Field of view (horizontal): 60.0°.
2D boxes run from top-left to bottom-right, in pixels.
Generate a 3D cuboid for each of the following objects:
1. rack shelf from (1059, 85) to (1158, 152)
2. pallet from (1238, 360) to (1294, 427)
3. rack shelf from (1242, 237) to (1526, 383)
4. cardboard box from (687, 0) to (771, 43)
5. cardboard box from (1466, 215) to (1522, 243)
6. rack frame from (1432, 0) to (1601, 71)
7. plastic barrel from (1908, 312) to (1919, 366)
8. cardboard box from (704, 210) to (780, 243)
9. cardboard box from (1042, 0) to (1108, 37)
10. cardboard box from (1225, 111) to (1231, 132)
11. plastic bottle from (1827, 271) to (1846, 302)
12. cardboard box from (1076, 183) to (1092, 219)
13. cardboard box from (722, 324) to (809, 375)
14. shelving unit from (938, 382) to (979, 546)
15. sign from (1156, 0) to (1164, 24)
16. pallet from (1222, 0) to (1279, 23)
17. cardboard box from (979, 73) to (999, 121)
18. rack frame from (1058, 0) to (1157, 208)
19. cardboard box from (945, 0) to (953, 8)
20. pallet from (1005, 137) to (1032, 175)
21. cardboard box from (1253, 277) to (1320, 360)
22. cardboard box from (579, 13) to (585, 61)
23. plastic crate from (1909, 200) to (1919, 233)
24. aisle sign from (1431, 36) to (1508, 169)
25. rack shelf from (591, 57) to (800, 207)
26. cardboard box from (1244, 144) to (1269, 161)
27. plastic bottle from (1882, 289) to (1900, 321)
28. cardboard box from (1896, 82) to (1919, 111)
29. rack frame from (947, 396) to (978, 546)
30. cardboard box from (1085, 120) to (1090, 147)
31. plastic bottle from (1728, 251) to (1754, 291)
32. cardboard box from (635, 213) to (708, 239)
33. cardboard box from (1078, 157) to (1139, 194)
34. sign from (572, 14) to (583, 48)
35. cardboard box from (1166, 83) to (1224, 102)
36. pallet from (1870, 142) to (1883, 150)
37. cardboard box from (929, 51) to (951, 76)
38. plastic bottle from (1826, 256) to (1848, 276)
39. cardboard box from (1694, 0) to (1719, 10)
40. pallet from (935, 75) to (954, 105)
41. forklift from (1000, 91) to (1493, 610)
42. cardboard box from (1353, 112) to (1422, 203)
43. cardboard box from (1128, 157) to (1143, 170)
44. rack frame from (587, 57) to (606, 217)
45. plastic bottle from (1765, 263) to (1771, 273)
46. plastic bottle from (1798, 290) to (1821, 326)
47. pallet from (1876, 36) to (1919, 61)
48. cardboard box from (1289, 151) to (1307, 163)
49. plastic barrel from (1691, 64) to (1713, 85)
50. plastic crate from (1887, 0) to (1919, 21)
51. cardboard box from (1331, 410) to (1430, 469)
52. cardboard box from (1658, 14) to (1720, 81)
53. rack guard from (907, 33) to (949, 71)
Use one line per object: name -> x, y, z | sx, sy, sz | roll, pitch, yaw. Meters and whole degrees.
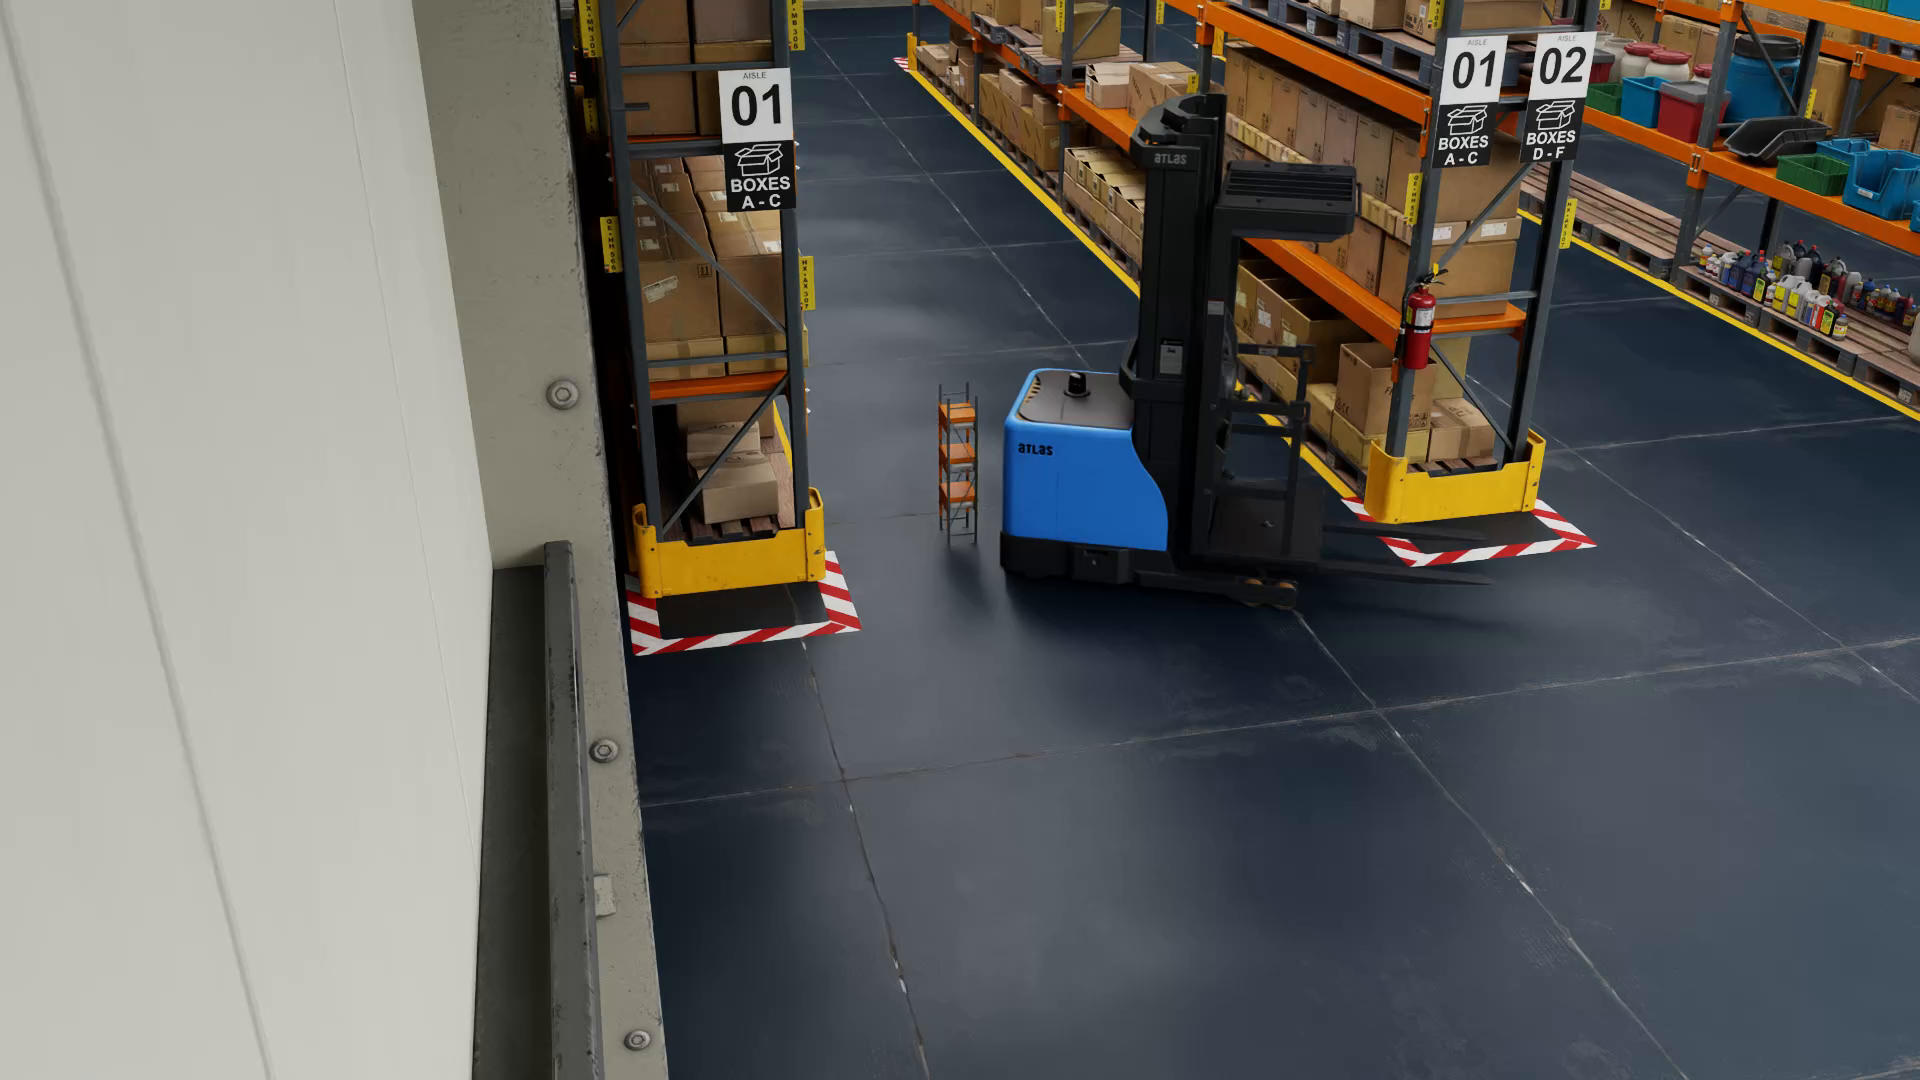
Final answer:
rack shelf -> 2.036, -3.887, 16.267 | 1.077, 0.370, 4.000 | -6, 27, -12
pallet -> 2.904, -1.195, 13.230 | 1.003, 0.211, 1.213 | -6, 27, -12
rack shelf -> 2.938, -2.131, 12.788 | 1.077, 0.370, 4.000 | -6, 27, -12
cardboard box -> -1.287, -3.102, 9.342 | 0.500, 0.500, 0.500 | -8, 28, -15
cardboard box -> 3.510, -2.103, 11.102 | 0.380, 0.149, 0.250 | -6, 27, -12
rack frame -> 3.388, -4.252, 9.535 | 1.000, 3.000, 0.127 | -6, 27, -12
plastic barrel -> 7.879, -1.654, 13.339 | 0.421, 0.512, 0.421 | 0, 27, 0
cardboard box -> -1.354, -1.804, 10.654 | 0.500, 0.500, 0.500 | -6, 27, -11
cardboard box -> 1.314, -6.004, 19.086 | 0.700, 0.500, 0.500 | -1, 27, -2
cardboard box -> 2.359, -3.527, 13.924 | 0.380, 0.149, 0.250 | -6, 27, -12
plastic bottle -> 7.785, -2.253, 14.758 | 0.061, 0.283, 0.133 | -6, 27, -12
cardboard box -> 1.531, -3.566, 17.418 | 0.500, 0.250, 0.500 | -7, 28, -13
cardboard box -> -1.238, -1.258, 10.404 | 0.500, 0.250, 0.500 | -7, 28, -13
shelving unit -> -0.012, -0.492, 10.906 | 0.215, 1.050, 0.252 | -6, 27, -12
sign -> 2.125, -5.661, 17.698 | 0.100, 0.325, 0.005 | -6, 27, -12
pallet -> 2.704, -4.258, 12.973 | 1.003, 0.211, 1.213 | -6, 27, -12
cardboard box -> 0.555, -5.686, 21.318 | 0.500, 0.500, 0.500 | -7, 28, -14
rack frame -> 1.585, -5.086, 17.844 | 1.000, 3.000, 0.127 | -6, 27, -12
cardboard box -> 0.086, -7.532, 22.579 | 0.500, 0.500, 0.500 | -5, 27, -10
pallet -> 1.182, -4.707, 20.189 | 1.003, 0.211, 1.213 | -6, 27, -12
cardboard box -> 2.626, -1.731, 12.951 | 0.500, 0.500, 0.500 | -6, 27, -12
cardboard box -> -3.942, -5.620, 18.438 | 0.500, 0.500, 0.500 | -5, 27, -10
plastic crate -> 7.670, -2.484, 12.854 | 0.499, 0.251, 0.408 | -6, 27, -12
aisle sign -> 3.117, -2.676, 10.184 | 0.394, 0.787, 0.004 | -6, 27, -12
rack shelf -> -1.888, -2.965, 11.112 | 1.077, 0.370, 4.000 | -6, 27, -12
cardboard box -> 2.718, -2.950, 13.501 | 0.700, 0.500, 0.500 | -6, 27, -12
plastic bottle -> 8.033, -2.032, 14.333 | 0.097, 0.271, 0.097 | 0, 27, 0
cardboard box -> 11.418, -5.215, 19.553 | 0.500, 0.250, 0.500 | -5, 27, -9
rack frame -> 0.015, -0.439, 10.800 | 0.200, 1.050, 0.008 | -6, 27, -12
cardboard box -> 1.638, -4.625, 19.216 | 0.500, 0.500, 0.500 | -7, 28, -13
plastic bottle -> 7.091, -2.449, 15.071 | 0.144, 0.351, 0.185 | -5, 27, -10
cardboard box -> -1.854, -1.754, 10.554 | 0.500, 0.500, 0.500 | -6, 27, -11
cardboard box -> 1.544, -3.807, 17.273 | 0.500, 0.311, 0.500 | -7, 28, -13
sign -> -3.780, -5.041, 16.469 | 0.100, 0.325, 0.005 | -6, 27, -12
cardboard box -> 2.211, -3.945, 15.472 | 0.500, 0.500, 0.500 | -4, 27, -8
pallet -> 11.412, -4.502, 19.783 | 1.003, 0.211, 1.213 | -6, 27, -12
cardboard box -> -0.146, -6.861, 23.923 | 0.500, 0.250, 0.500 | -6, 27, -12
plastic bottle -> 7.856, -2.366, 14.906 | 0.144, 0.351, 0.185 | -6, 27, -12
cardboard box -> 10.310, -7.443, 22.403 | 0.500, 0.500, 0.500 | -6, 27, -12
pallet -> 0.252, -6.435, 23.613 | 1.003, 0.211, 1.213 | -6, 27, -12
forklift -> 1.827, -1.141, 10.105 | 3.031, 2.935, 1.130 | 6, 27, 11
cardboard box -> 3.160, -2.658, 11.482 | 0.700, 0.500, 0.500 | -7, 28, -13
cardboard box -> 2.067, -3.864, 17.386 | 0.500, 0.311, 0.500 | -6, 27, -12
rack frame -> -3.240, -4.582, 16.845 | 1.000, 3.000, 0.127 | -6, 27, -12
plastic bottle -> 7.241, -2.362, 14.987 | 0.097, 0.271, 0.097 | 0, 27, 0
plastic bottle -> 7.313, -1.992, 14.249 | 0.152, 0.276, 0.135 | -7, 28, -13
pallet -> 11.502, -5.703, 19.279 | 1.213, 0.211, 1.003 | -6, 27, -12
cardboard box -> 2.711, -2.847, 12.577 | 0.380, 0.149, 0.250 | -6, 27, -12
plastic barrel -> 7.312, -4.334, 16.204 | 0.433, 0.535, 0.433 | 0, 27, 0
plastic crate -> 7.492, -4.214, 12.805 | 0.392, 0.384, 0.575 | -6, 27, -12
cardboard box -> 2.979, -0.740, 11.818 | 0.500, 0.250, 0.500 | -6, 27, -12
cardboard box -> 10.500, -6.807, 23.145 | 1.225, 0.875, 0.875 | -6, 27, -11
rack guard -> -0.200, -7.449, 25.300 | 1.175, 0.500, 0.348 | -6, 27, -12
